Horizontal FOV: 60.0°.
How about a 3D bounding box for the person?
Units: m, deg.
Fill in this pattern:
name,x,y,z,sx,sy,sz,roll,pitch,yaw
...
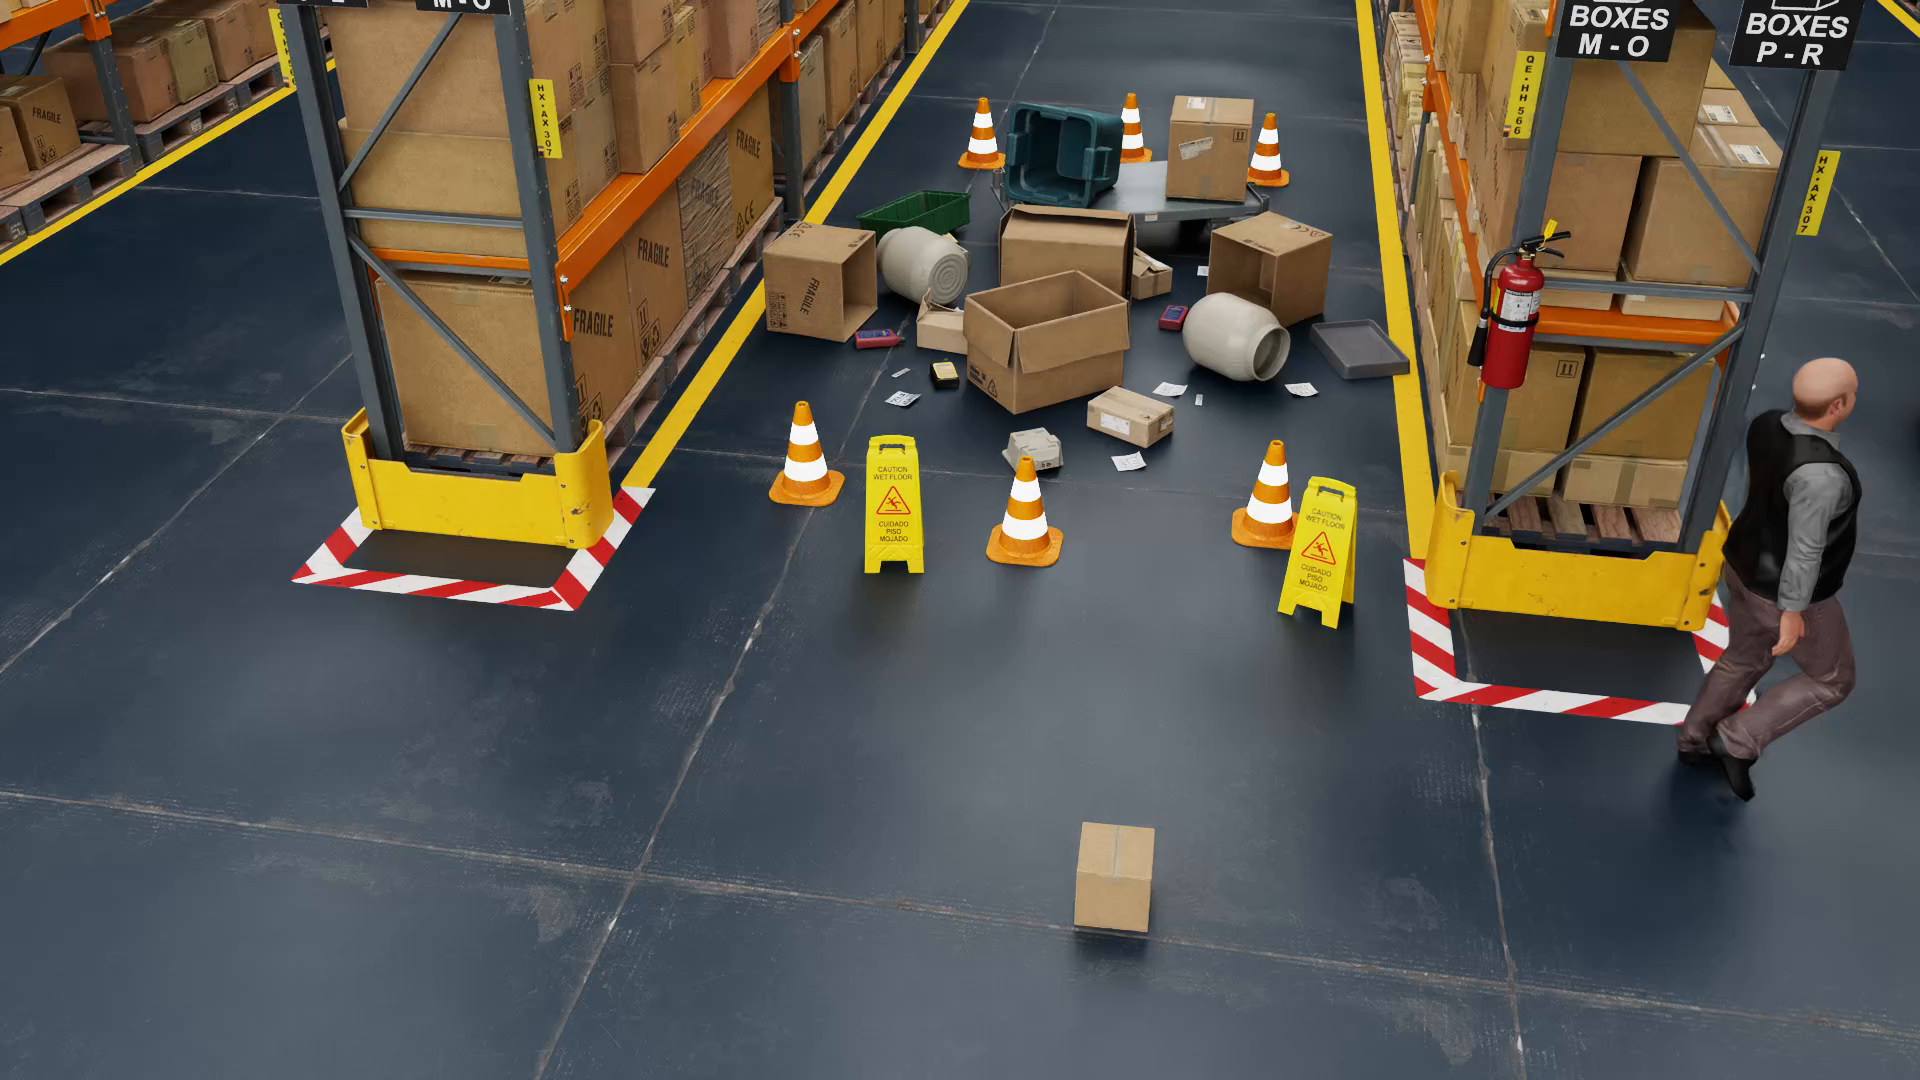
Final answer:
name,x,y,z,sx,sy,sz,roll,pitch,yaw
person,2.952,0.143,5.896,0.474,1.731,0.560,0,32,0
